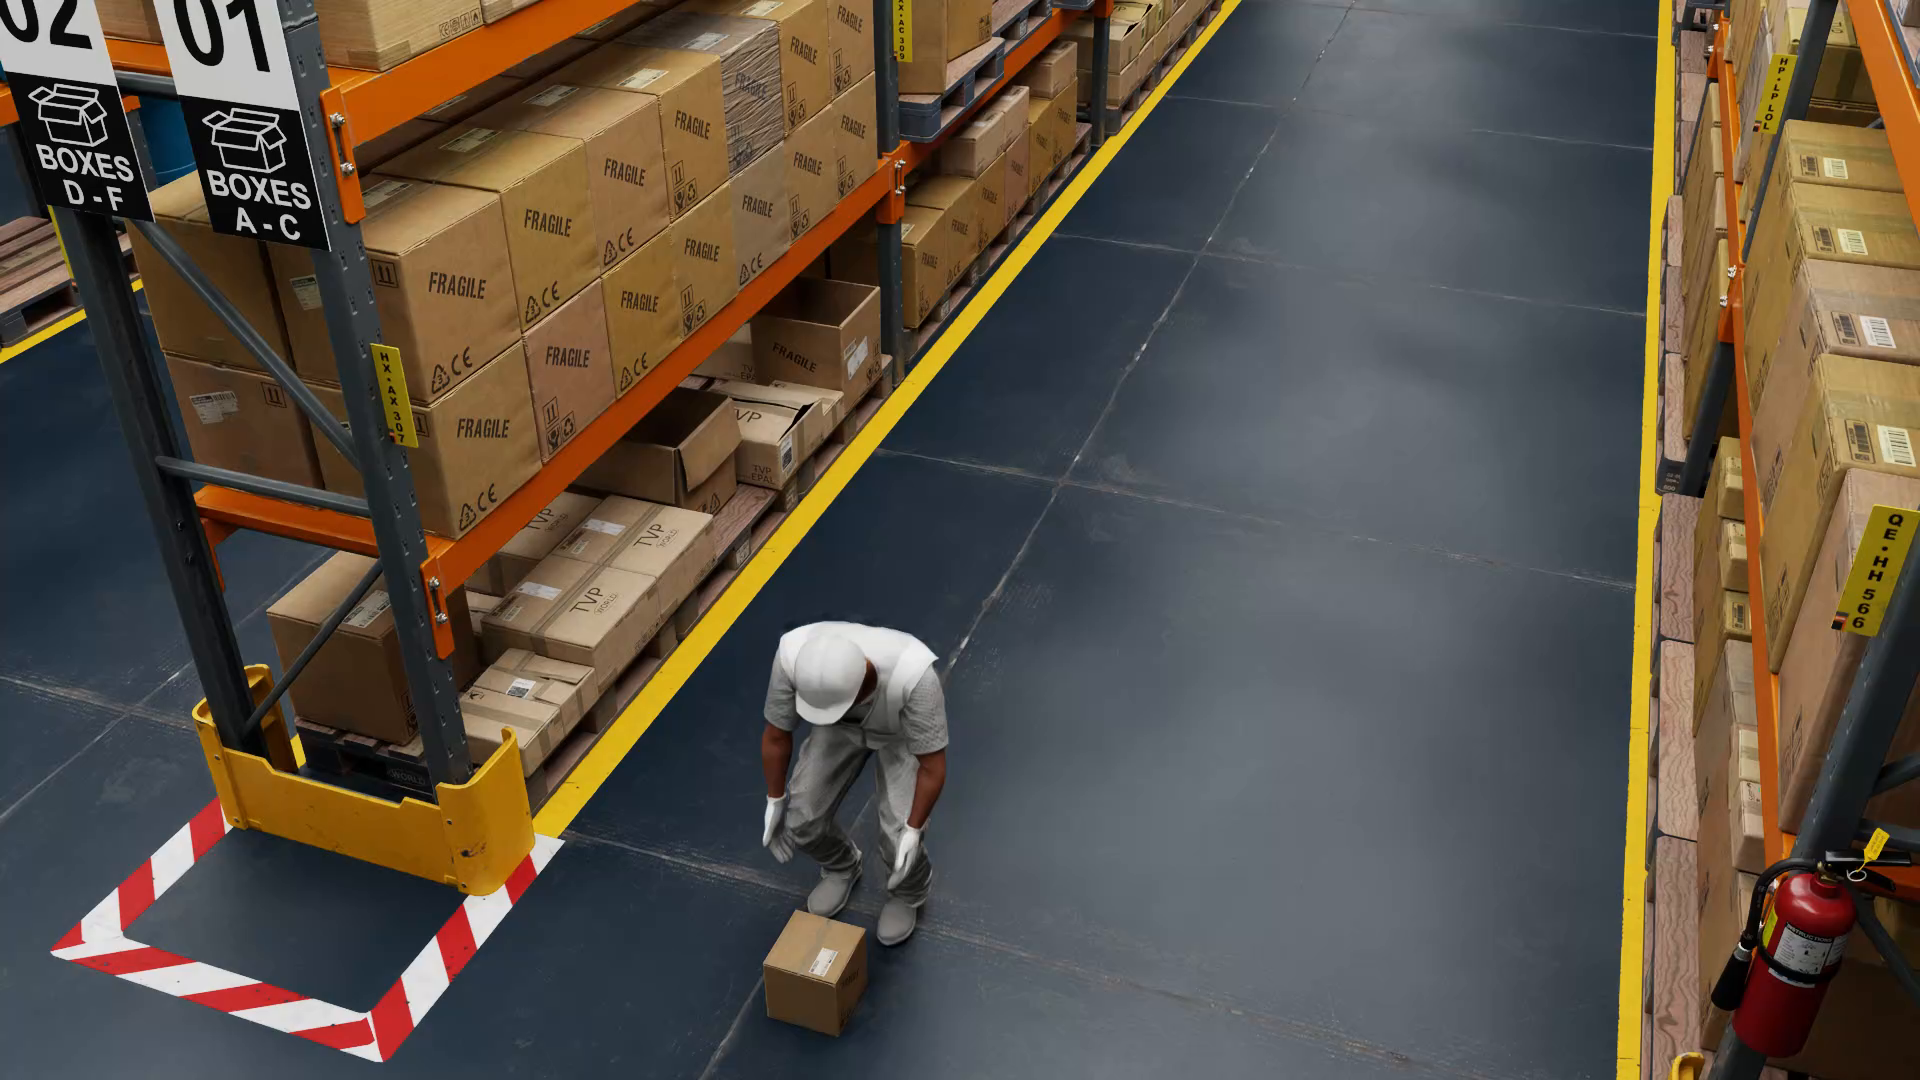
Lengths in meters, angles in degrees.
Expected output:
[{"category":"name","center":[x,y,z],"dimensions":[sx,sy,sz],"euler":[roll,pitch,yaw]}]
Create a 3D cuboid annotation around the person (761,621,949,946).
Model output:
[{"category":"person","center":[-0.293,0.723,5.378],"dimensions":[0.613,1.380,0.789],"euler":[11,35,17]}]
